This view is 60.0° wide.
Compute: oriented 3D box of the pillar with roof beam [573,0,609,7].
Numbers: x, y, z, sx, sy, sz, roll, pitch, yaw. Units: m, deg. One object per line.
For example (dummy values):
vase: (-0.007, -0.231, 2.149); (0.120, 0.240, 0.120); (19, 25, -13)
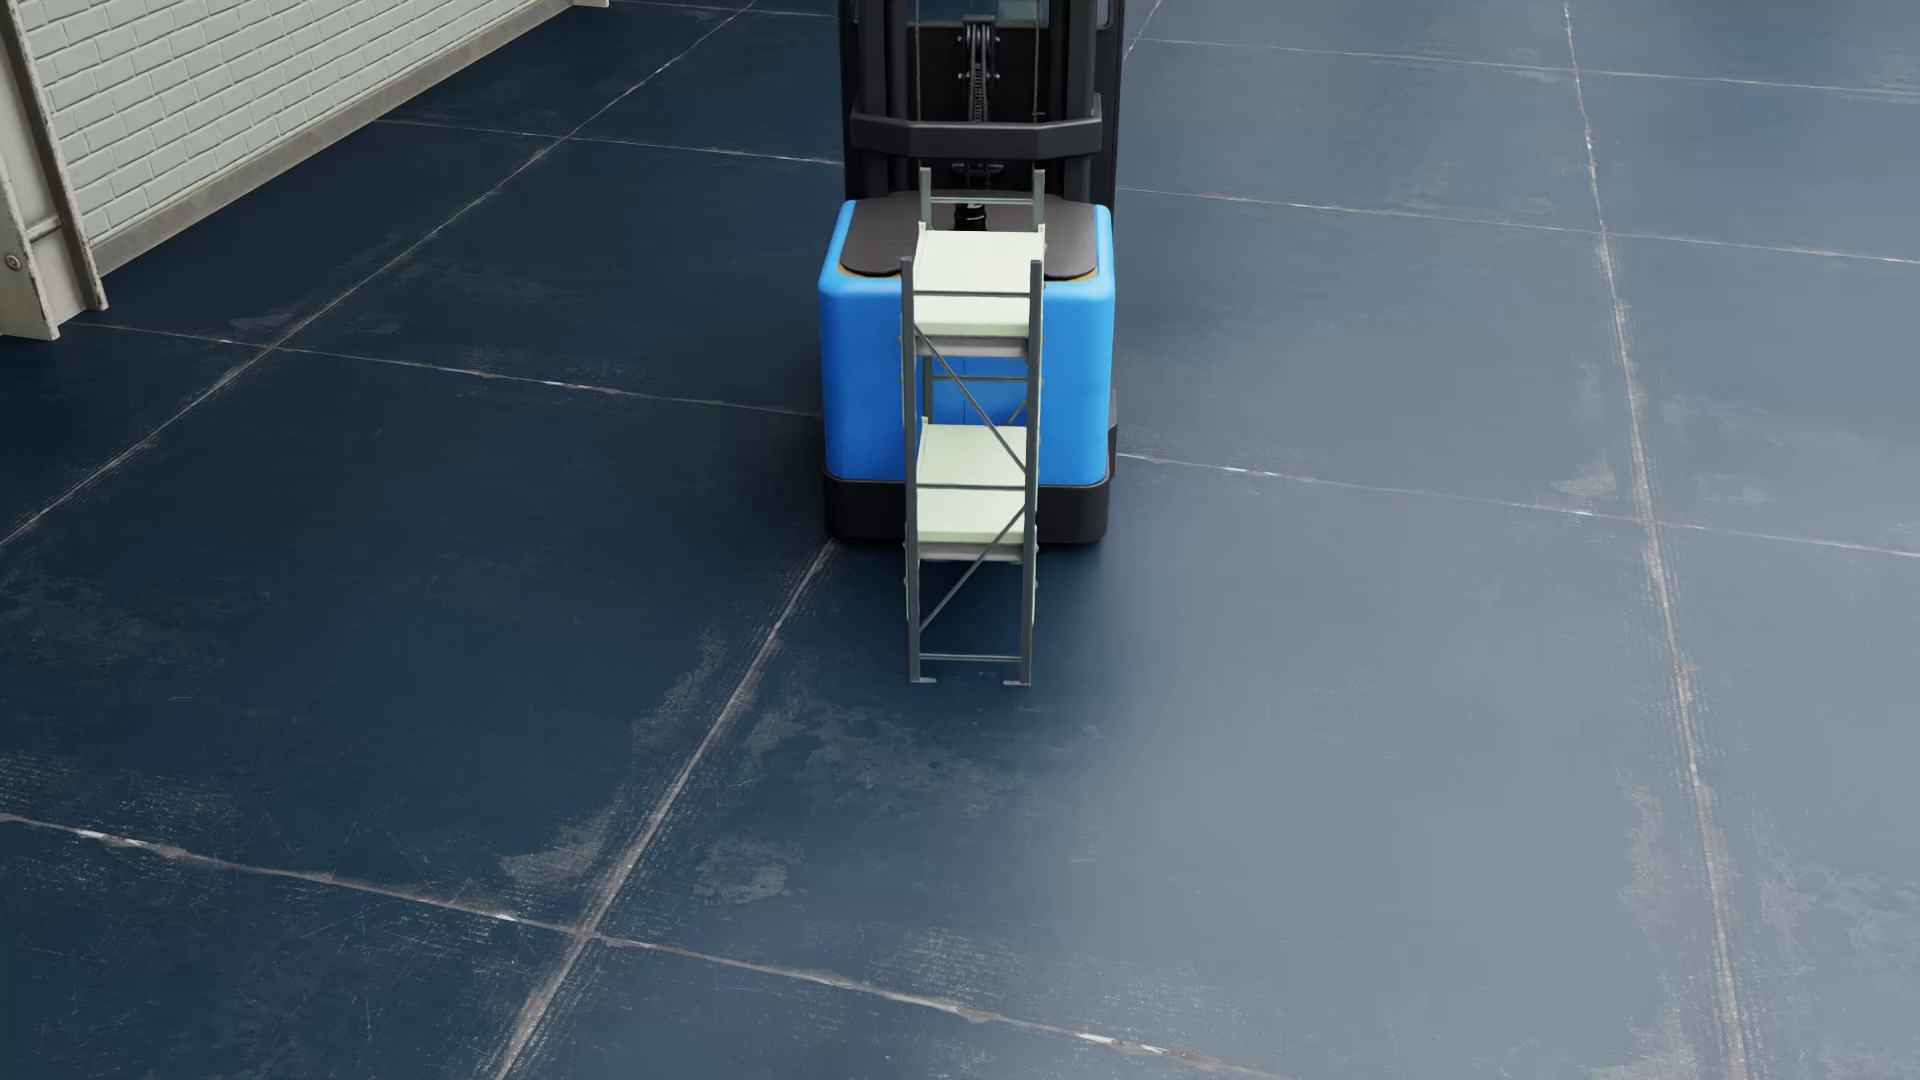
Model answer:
pillar with roof beam: (1.384, -7.372, 9.459); (9.100, 9.000, 0.400); (8, 33, 12)

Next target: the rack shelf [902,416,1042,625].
rack shelf: (0.052, -0.080, 5.585); (0.431, 0.370, 0.720); (2, 32, 3)

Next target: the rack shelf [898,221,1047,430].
rack shelf: (0.052, -0.684, 5.201); (0.431, 0.370, 0.720); (2, 32, 3)

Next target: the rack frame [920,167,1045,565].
rack frame: (0.071, -0.551, 5.719); (0.400, 1.500, 0.023); (2, 32, 3)

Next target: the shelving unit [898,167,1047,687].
shelving unit: (0.052, -0.355, 5.410); (0.431, 1.500, 0.755); (2, 32, 3)

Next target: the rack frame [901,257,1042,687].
rack frame: (0.033, -0.159, 5.102); (0.400, 1.500, 0.023); (2, 32, 3)

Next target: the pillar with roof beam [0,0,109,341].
pillar with roof beam: (-0.138, -4.259, 4.561); (9.100, 9.000, 0.400); (8, 33, 12)

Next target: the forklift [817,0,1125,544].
forklift: (0.094, -1.985, 6.640); (1.130, 2.935, 3.031); (2, 32, 3)
